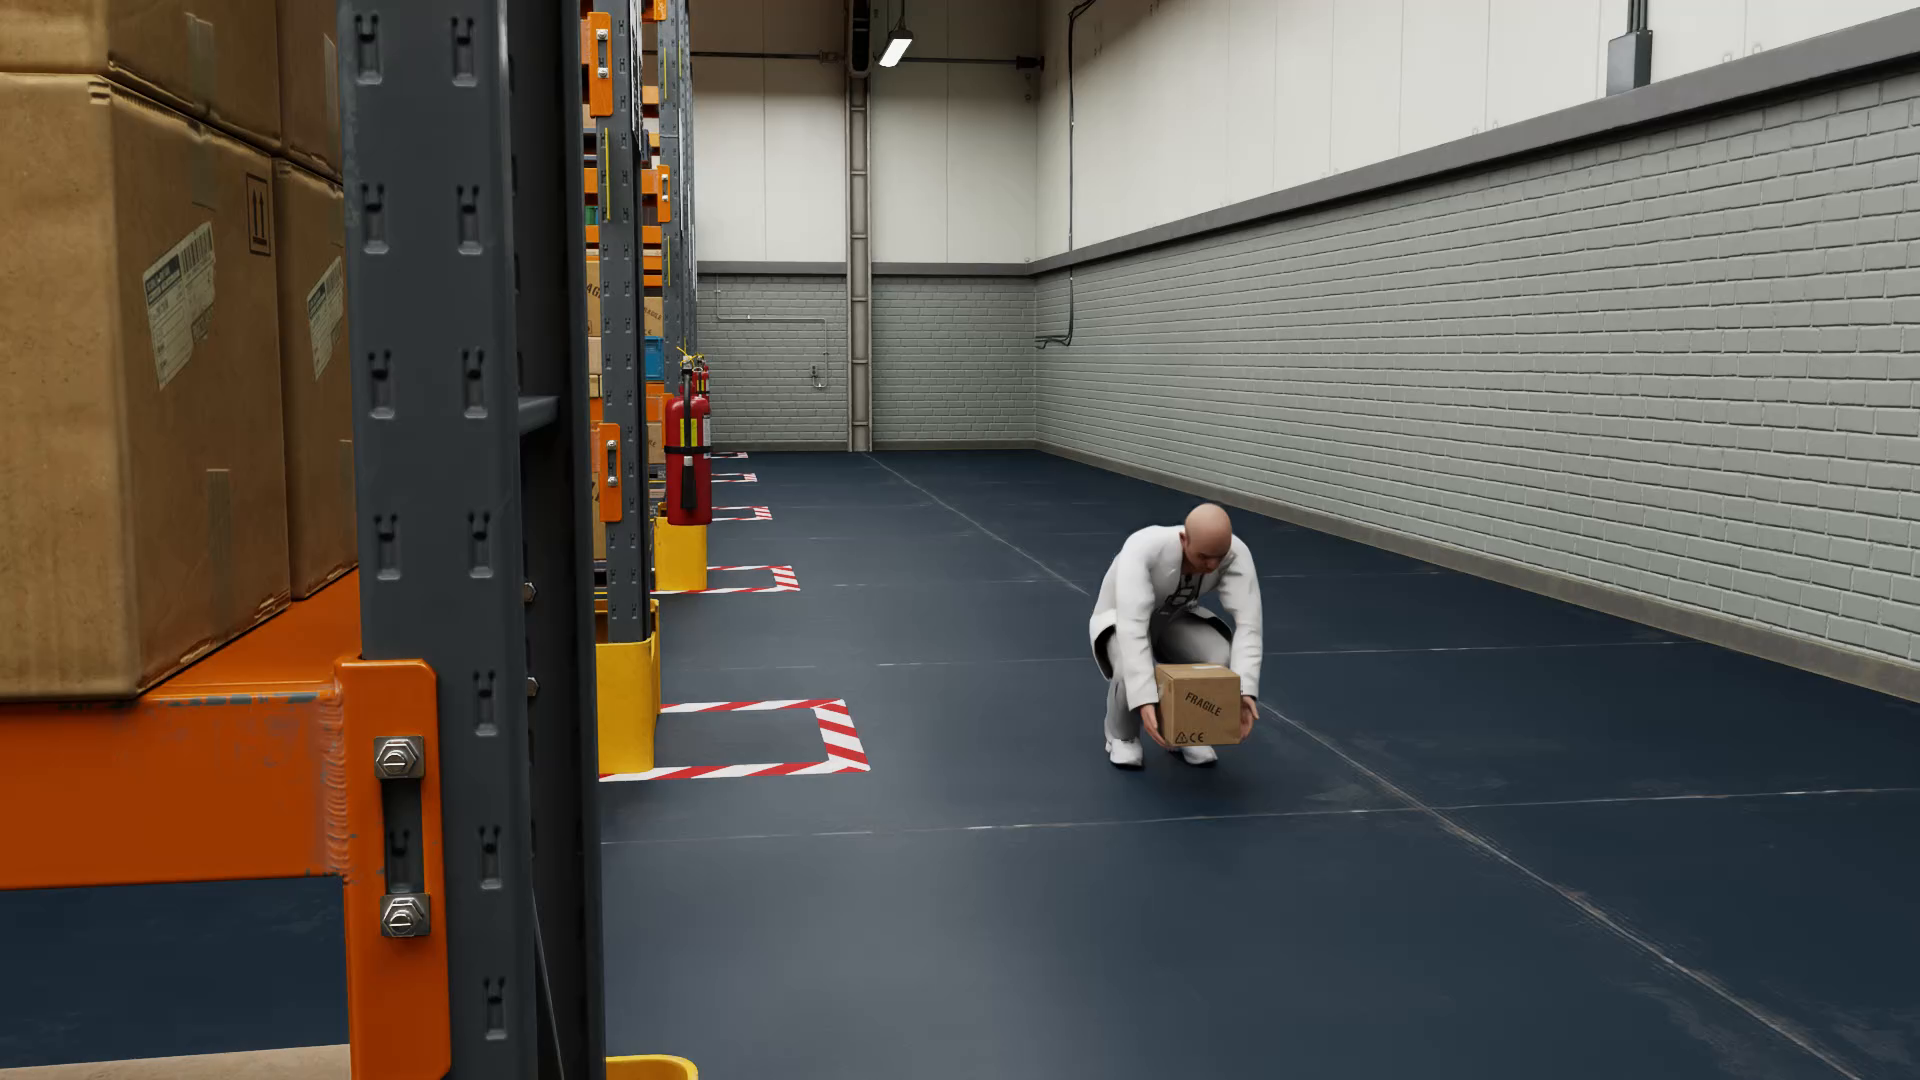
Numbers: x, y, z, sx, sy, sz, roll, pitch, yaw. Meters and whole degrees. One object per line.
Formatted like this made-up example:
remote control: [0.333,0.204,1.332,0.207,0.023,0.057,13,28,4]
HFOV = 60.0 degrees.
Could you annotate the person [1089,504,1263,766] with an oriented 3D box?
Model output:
person: [0.817,0.393,6.387,0.611,0.973,0.899,-1,6,-9]
